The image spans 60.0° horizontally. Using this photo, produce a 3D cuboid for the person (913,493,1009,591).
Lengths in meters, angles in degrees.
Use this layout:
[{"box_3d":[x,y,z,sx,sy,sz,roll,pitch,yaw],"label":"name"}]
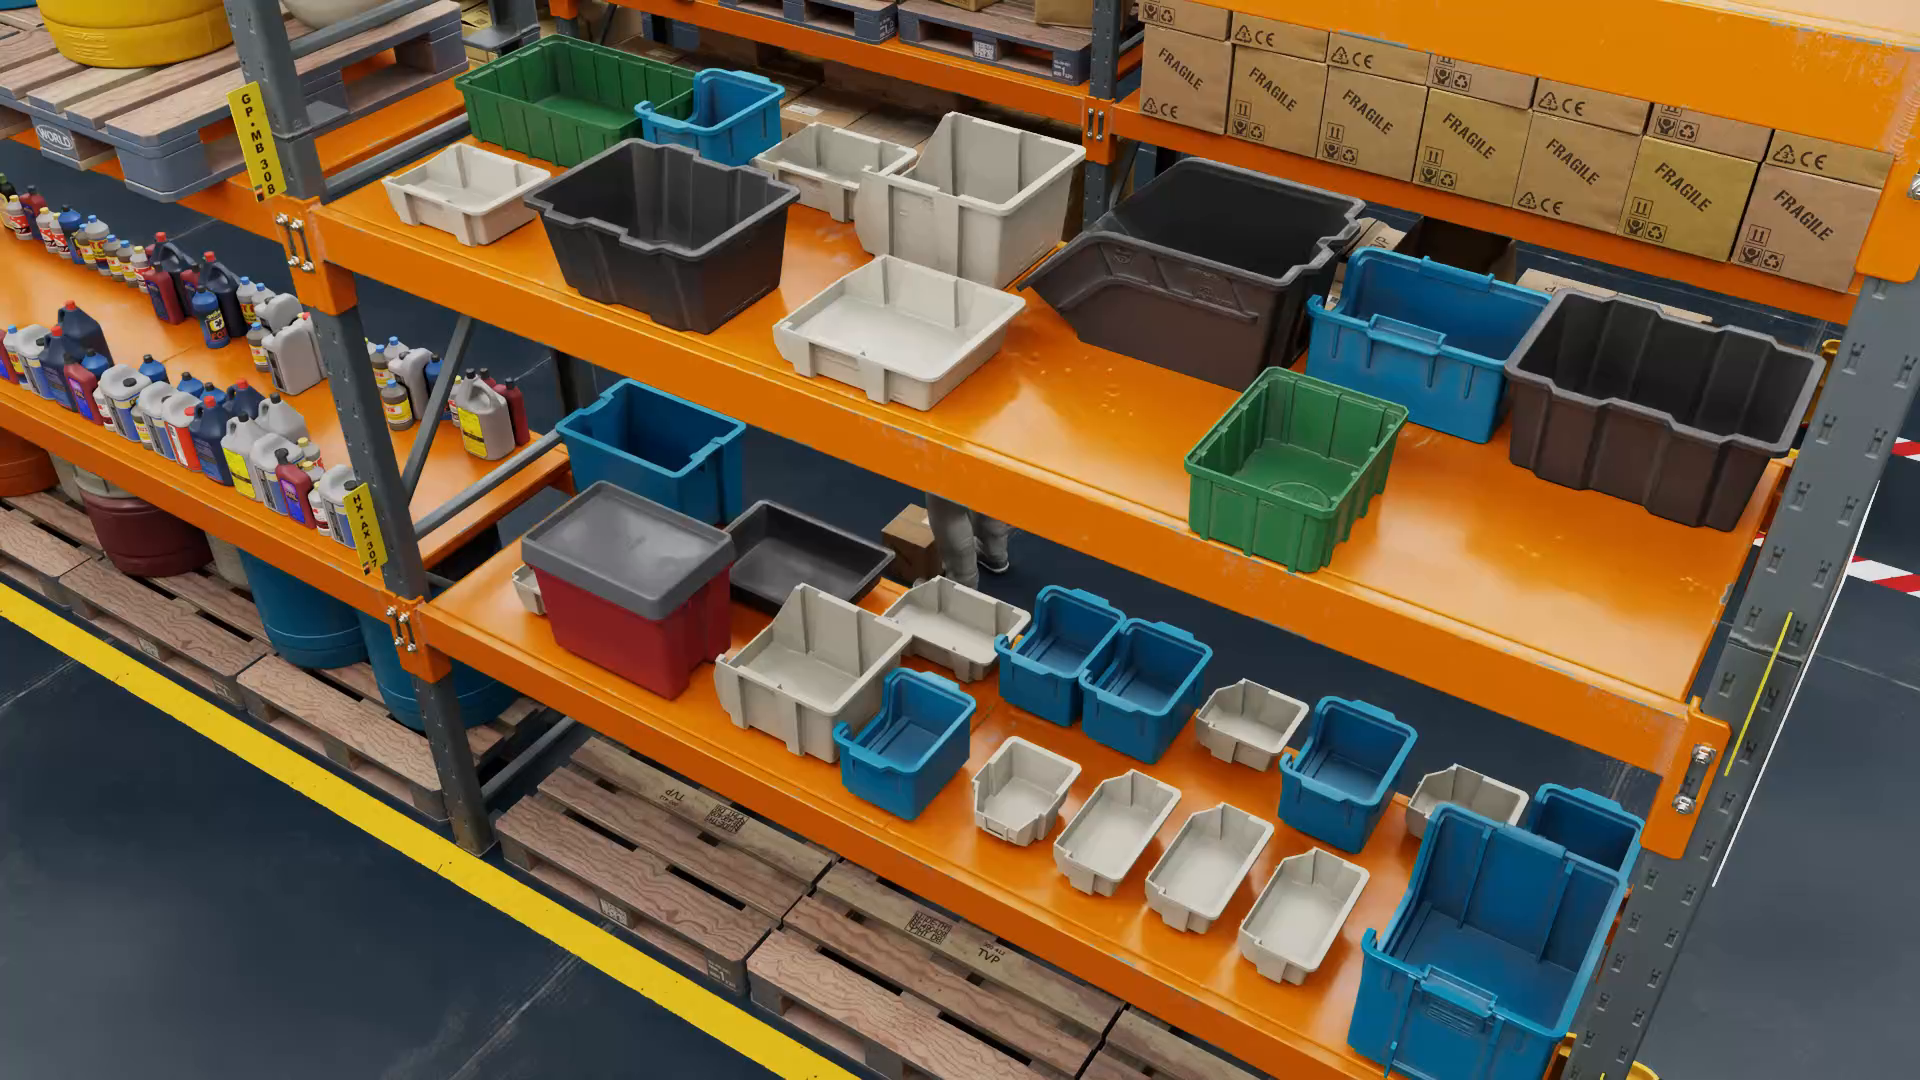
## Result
[{"box_3d":[0.044,-0.476,7.280,0.438,1.747,0.585,21,43,25],"label":"person"}]
